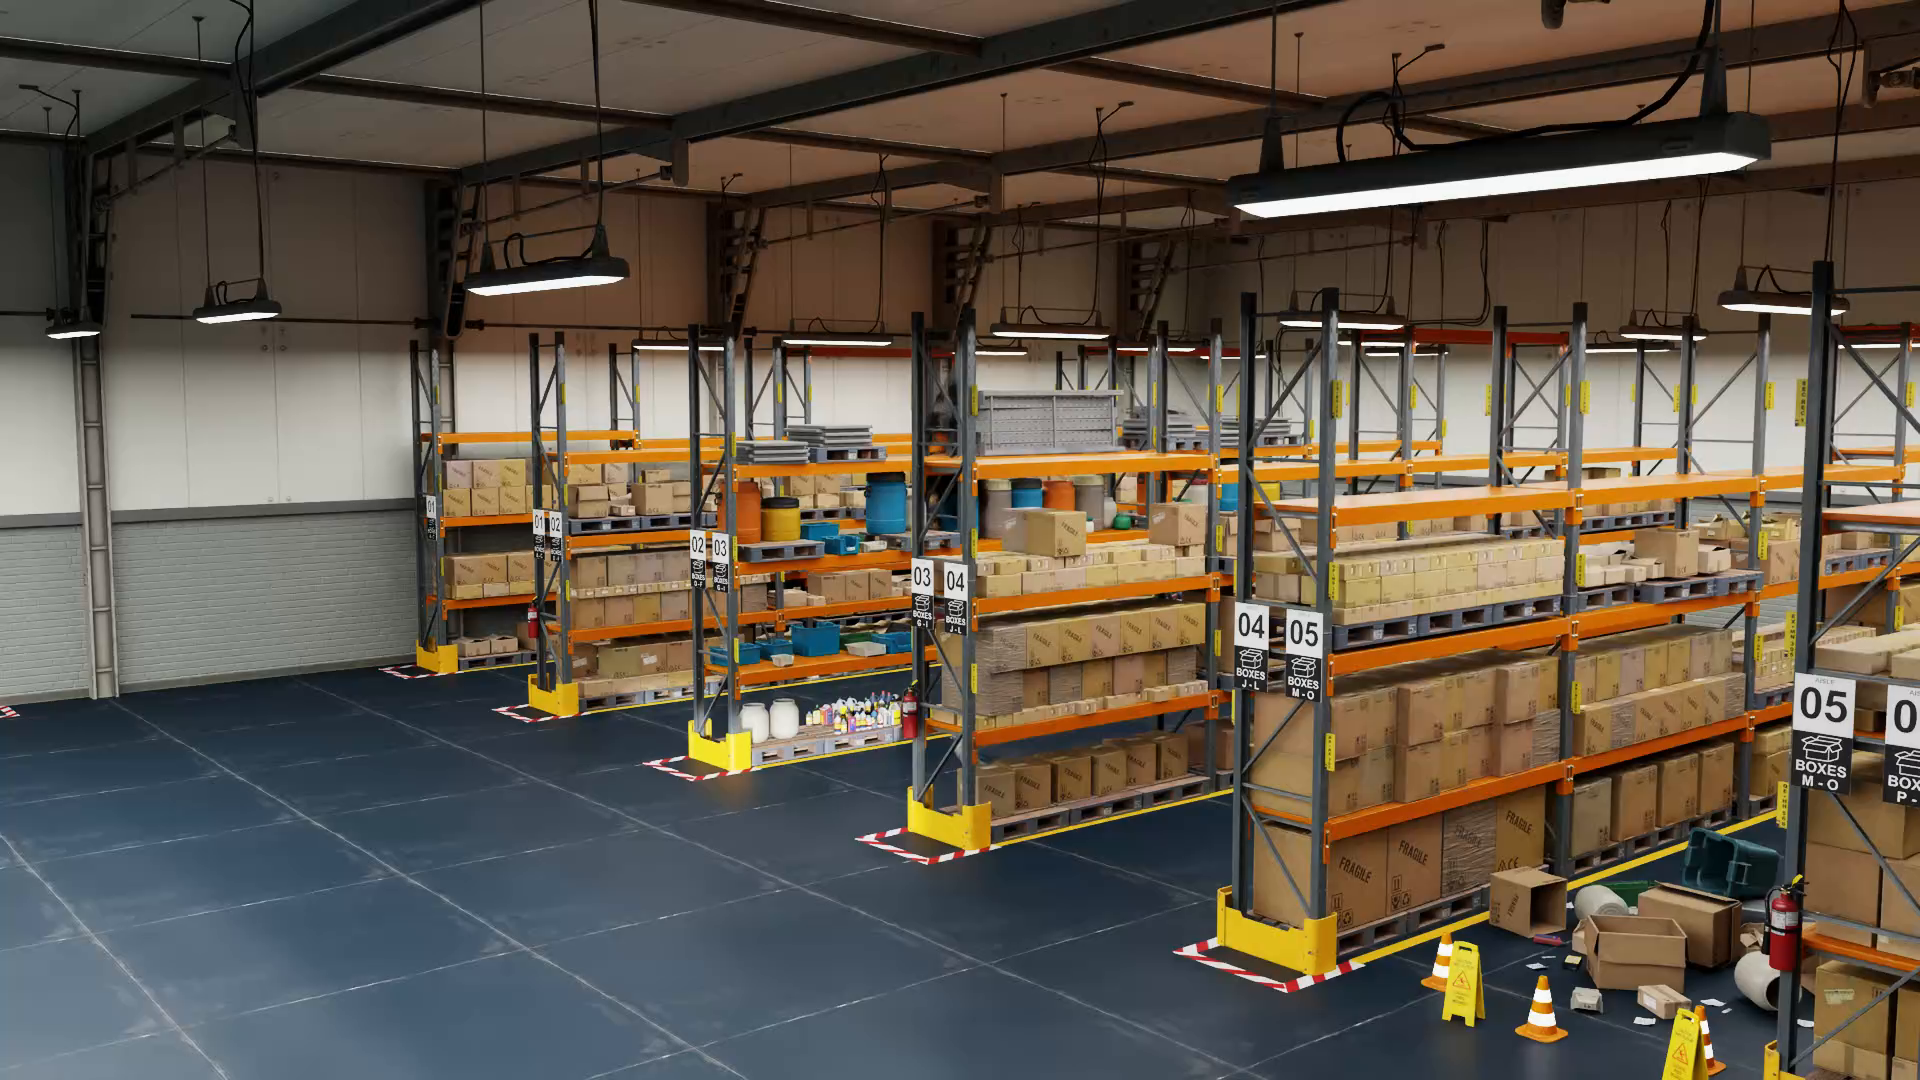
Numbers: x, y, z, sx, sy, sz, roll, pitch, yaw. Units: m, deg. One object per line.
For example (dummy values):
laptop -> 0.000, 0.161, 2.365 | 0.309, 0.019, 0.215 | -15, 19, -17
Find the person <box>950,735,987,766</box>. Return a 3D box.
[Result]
person -> 0.057, 2.319, 21.277 | 0.701, 1.750, 0.703 | -5, 7, -41
